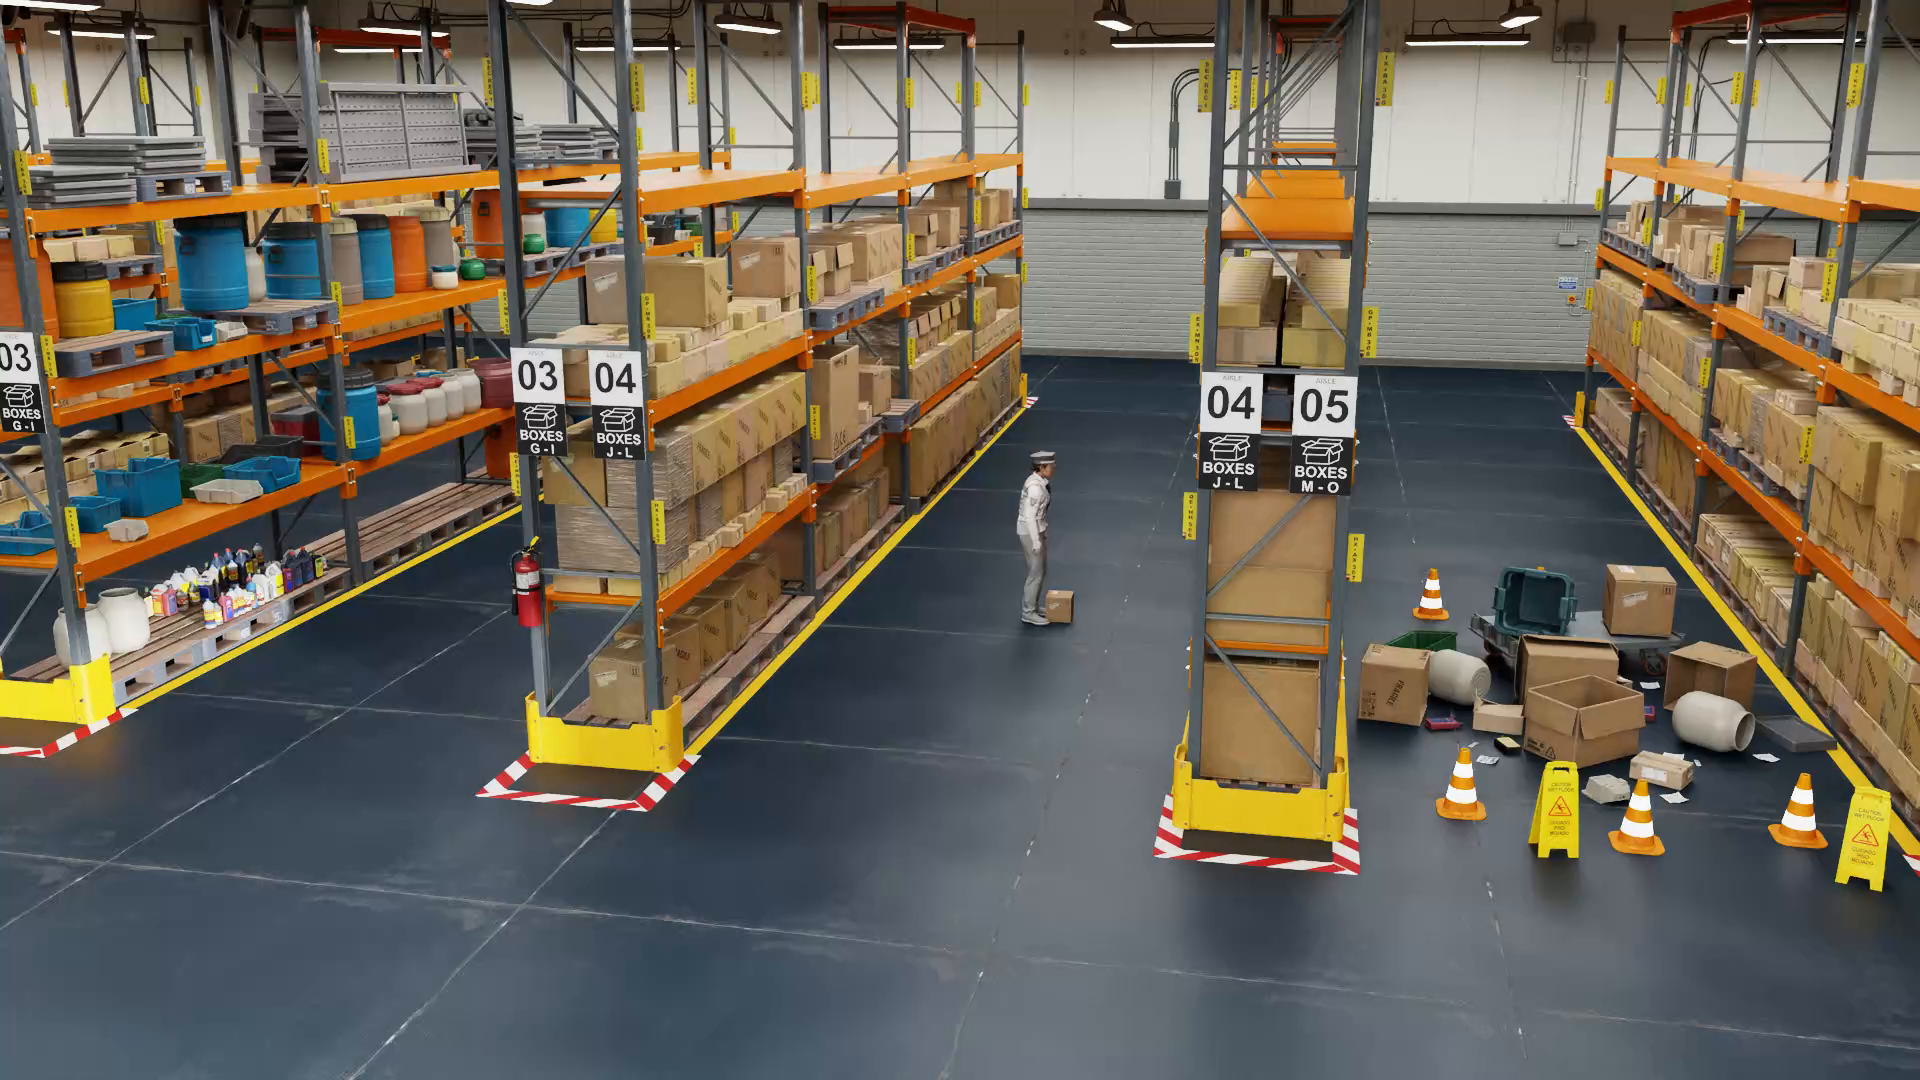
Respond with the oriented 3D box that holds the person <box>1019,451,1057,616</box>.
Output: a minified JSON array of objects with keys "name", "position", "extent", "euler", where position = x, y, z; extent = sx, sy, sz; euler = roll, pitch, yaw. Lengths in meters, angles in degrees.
[{"name":"person","position":[0.759,-0.070,16.149],"extent":[0.347,1.601,0.507],"euler":[3,15,11]}]
